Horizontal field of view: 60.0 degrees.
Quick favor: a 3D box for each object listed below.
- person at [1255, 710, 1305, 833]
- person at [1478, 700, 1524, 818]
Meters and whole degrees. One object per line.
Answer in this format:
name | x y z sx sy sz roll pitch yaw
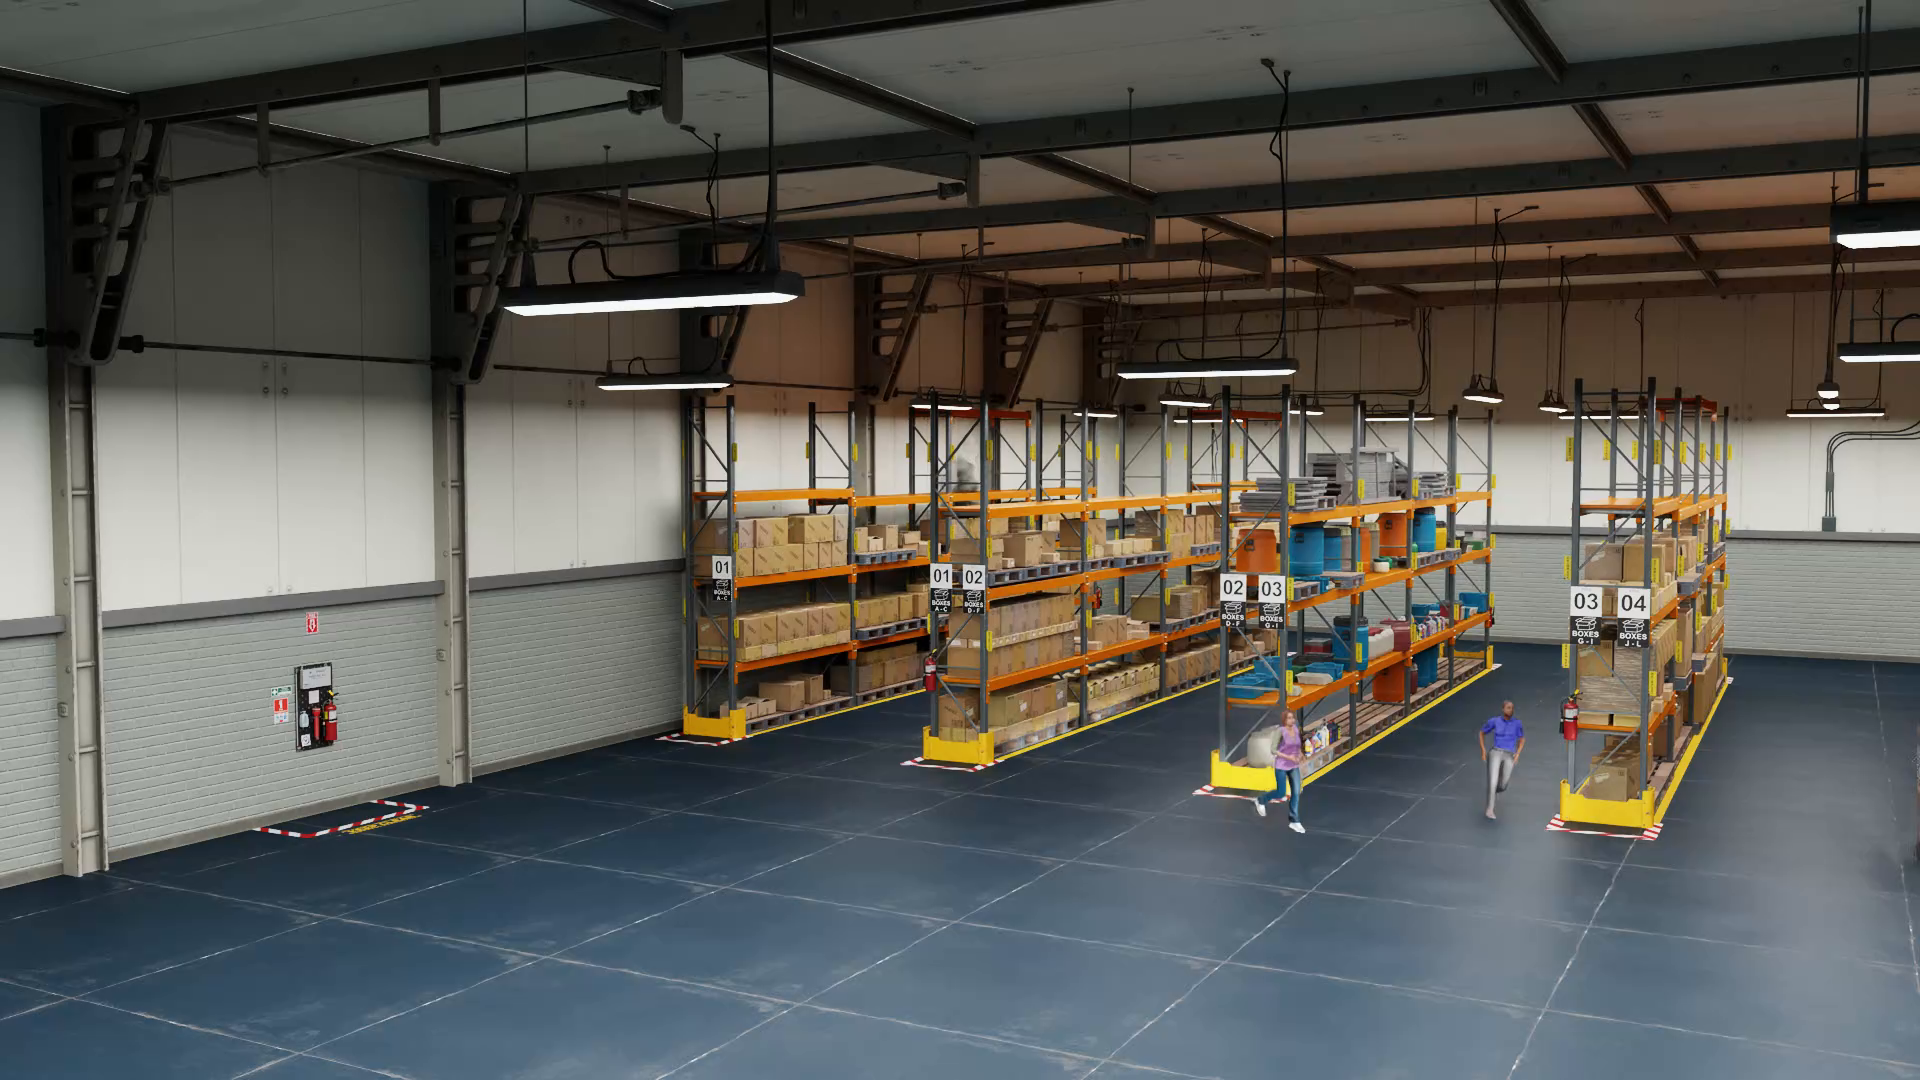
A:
person | 4.325 3.048 22.180 0.550 1.597 0.839 -2 3 -28
person | 7.487 3.011 23.007 0.617 1.624 0.614 0 3 7
